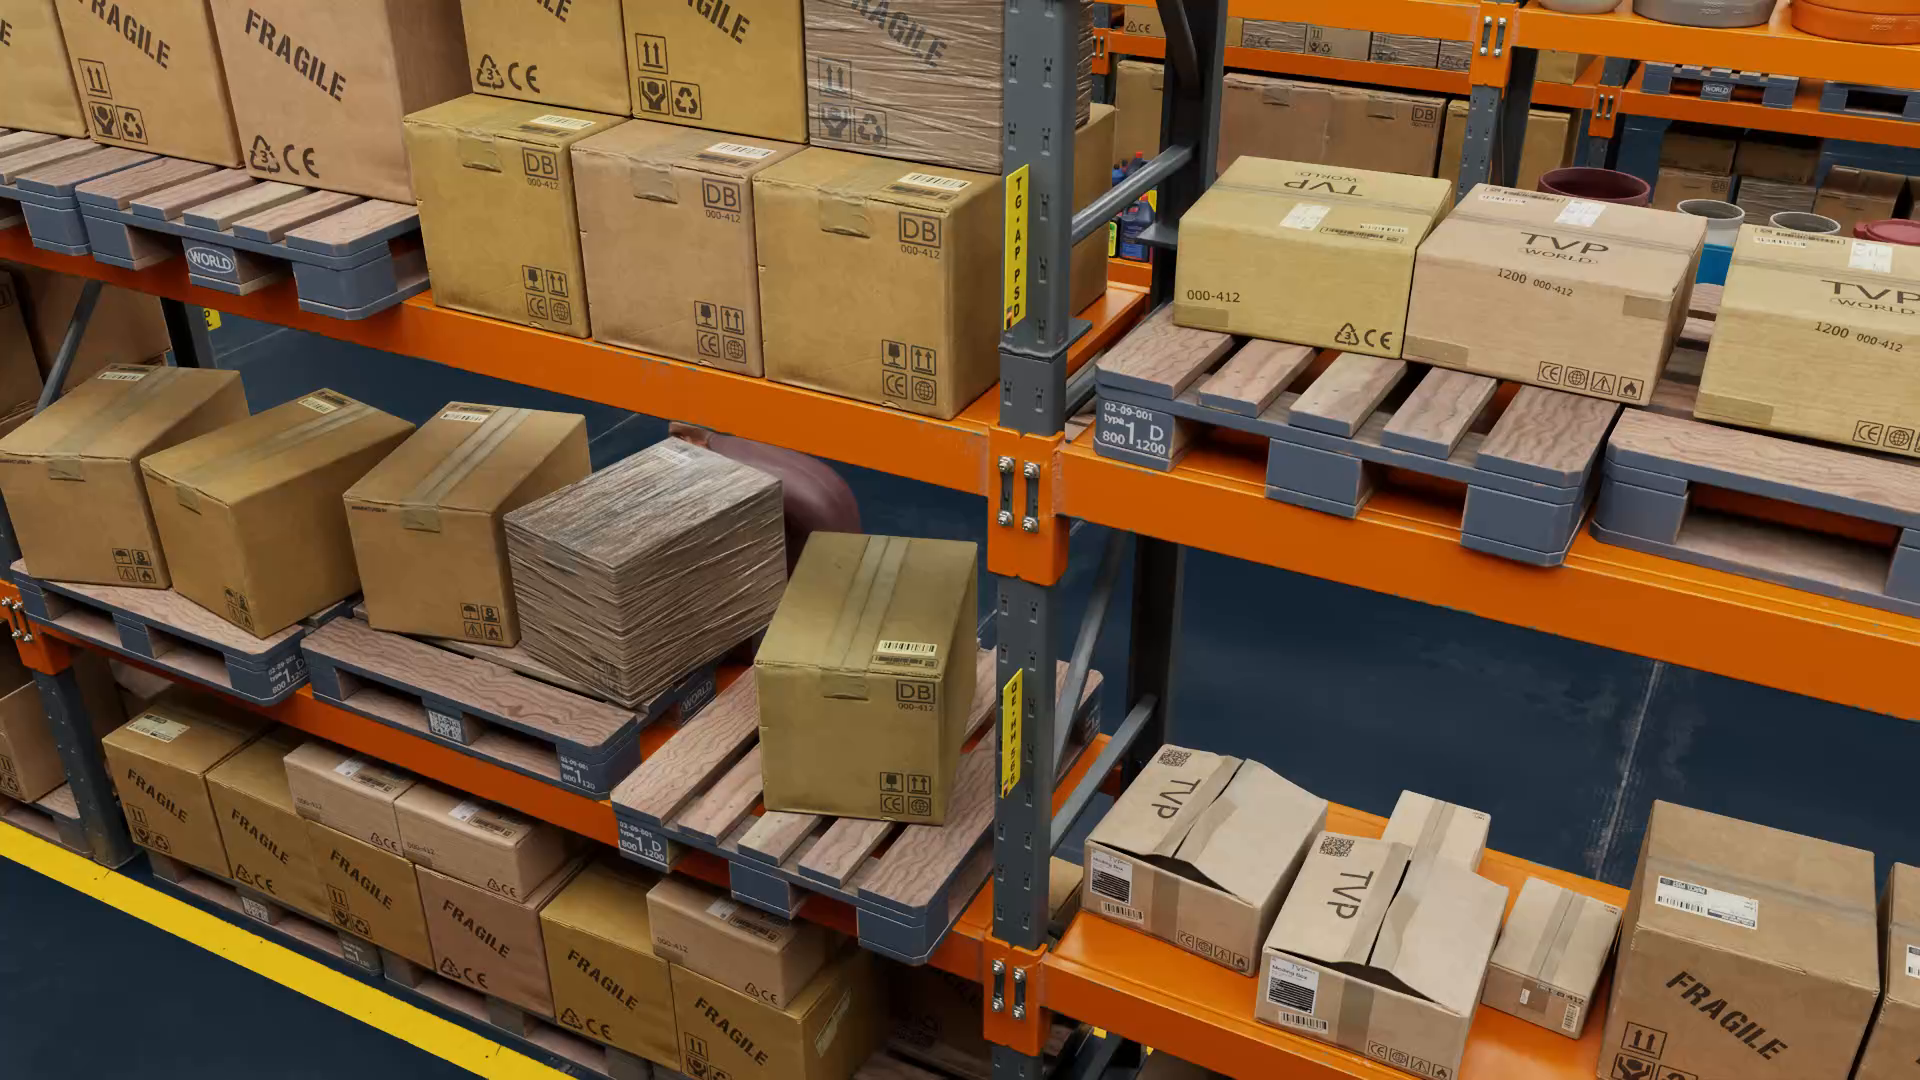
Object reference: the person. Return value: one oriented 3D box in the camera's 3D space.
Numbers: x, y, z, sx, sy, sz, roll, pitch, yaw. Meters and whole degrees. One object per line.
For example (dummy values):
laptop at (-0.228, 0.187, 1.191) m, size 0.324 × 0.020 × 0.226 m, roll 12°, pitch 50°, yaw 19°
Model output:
person at (-0.863, 0.092, 7.444) m, size 0.890 × 1.323 × 0.565 m, roll 13°, pitch 32°, yaw 22°
